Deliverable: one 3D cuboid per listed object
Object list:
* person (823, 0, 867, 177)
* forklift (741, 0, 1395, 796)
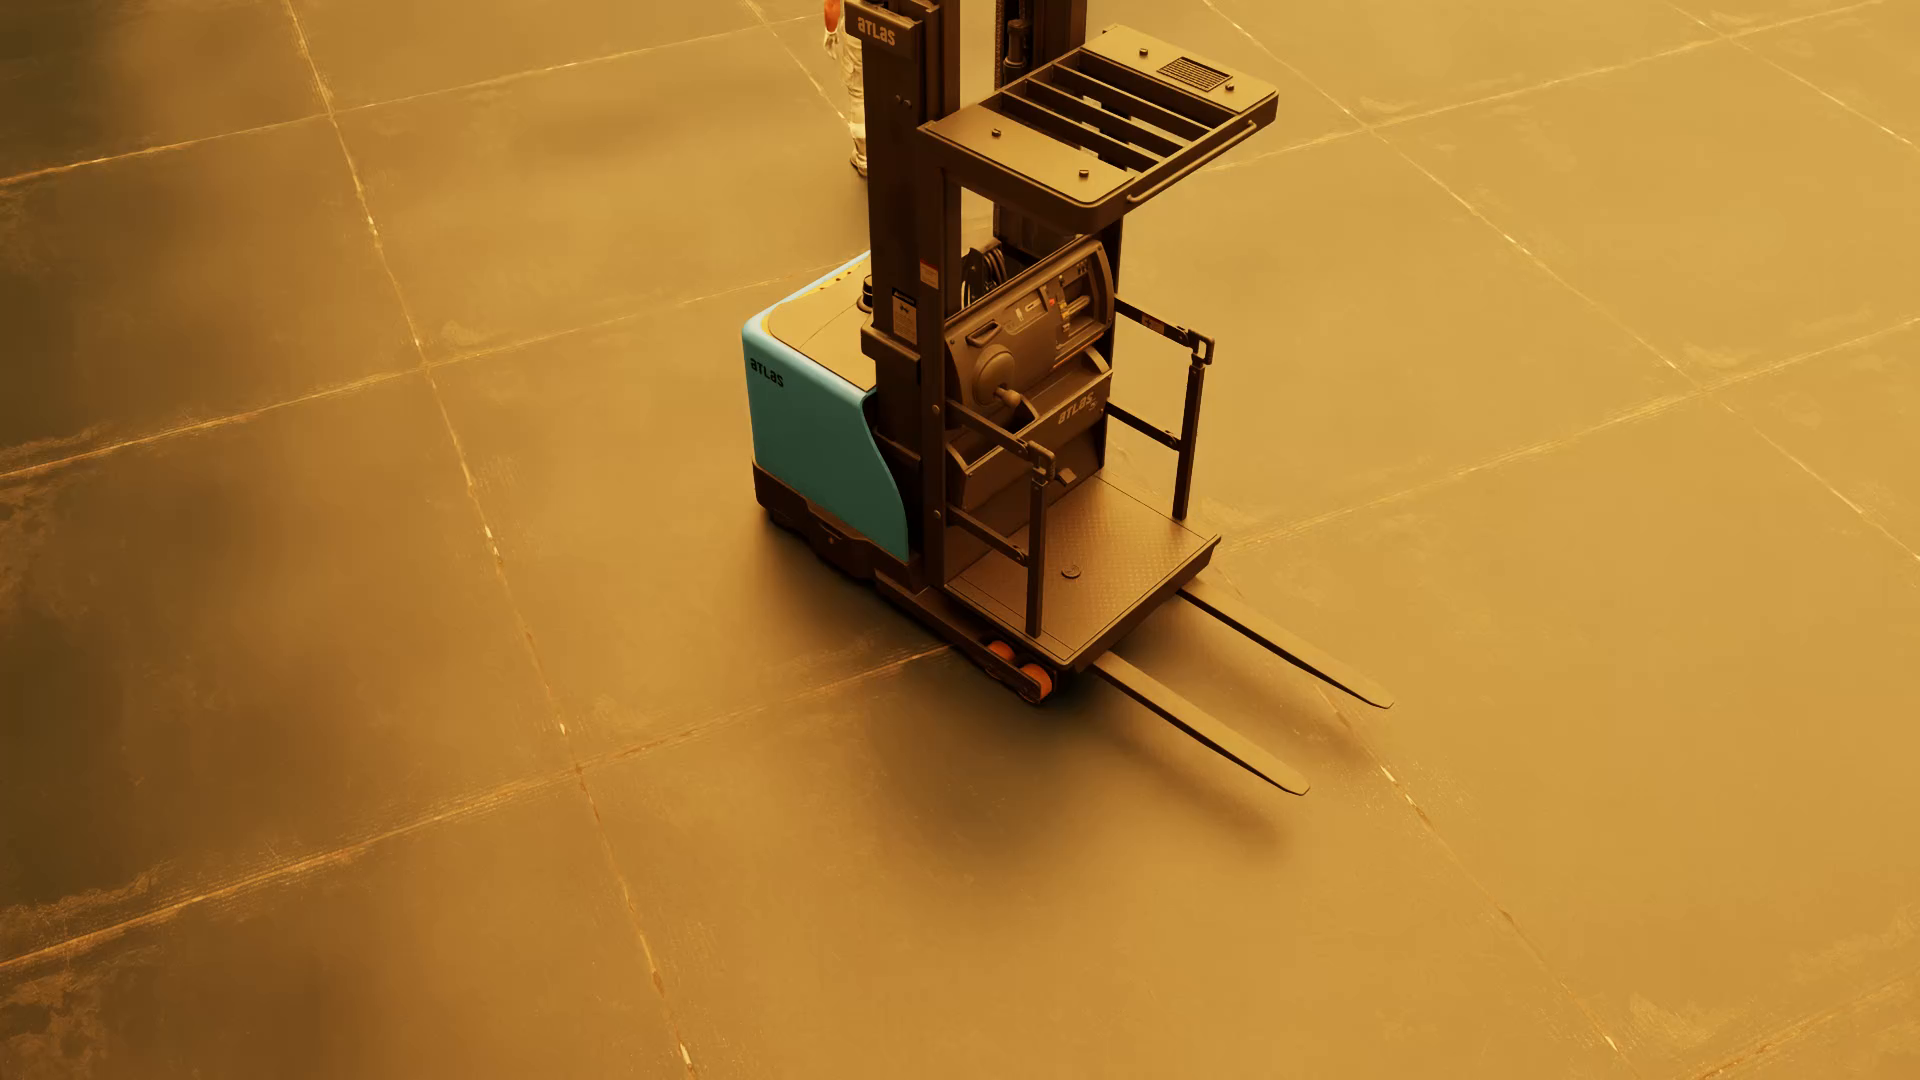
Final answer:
[{"bbox_3d":[-0.495,-2.966,9.705,0.619,1.780,0.447,-7,43,-7],"label":"person"},{"bbox_3d":[0.445,-0.788,6.525,3.031,2.935,1.130,32,52,30],"label":"forklift"}]
